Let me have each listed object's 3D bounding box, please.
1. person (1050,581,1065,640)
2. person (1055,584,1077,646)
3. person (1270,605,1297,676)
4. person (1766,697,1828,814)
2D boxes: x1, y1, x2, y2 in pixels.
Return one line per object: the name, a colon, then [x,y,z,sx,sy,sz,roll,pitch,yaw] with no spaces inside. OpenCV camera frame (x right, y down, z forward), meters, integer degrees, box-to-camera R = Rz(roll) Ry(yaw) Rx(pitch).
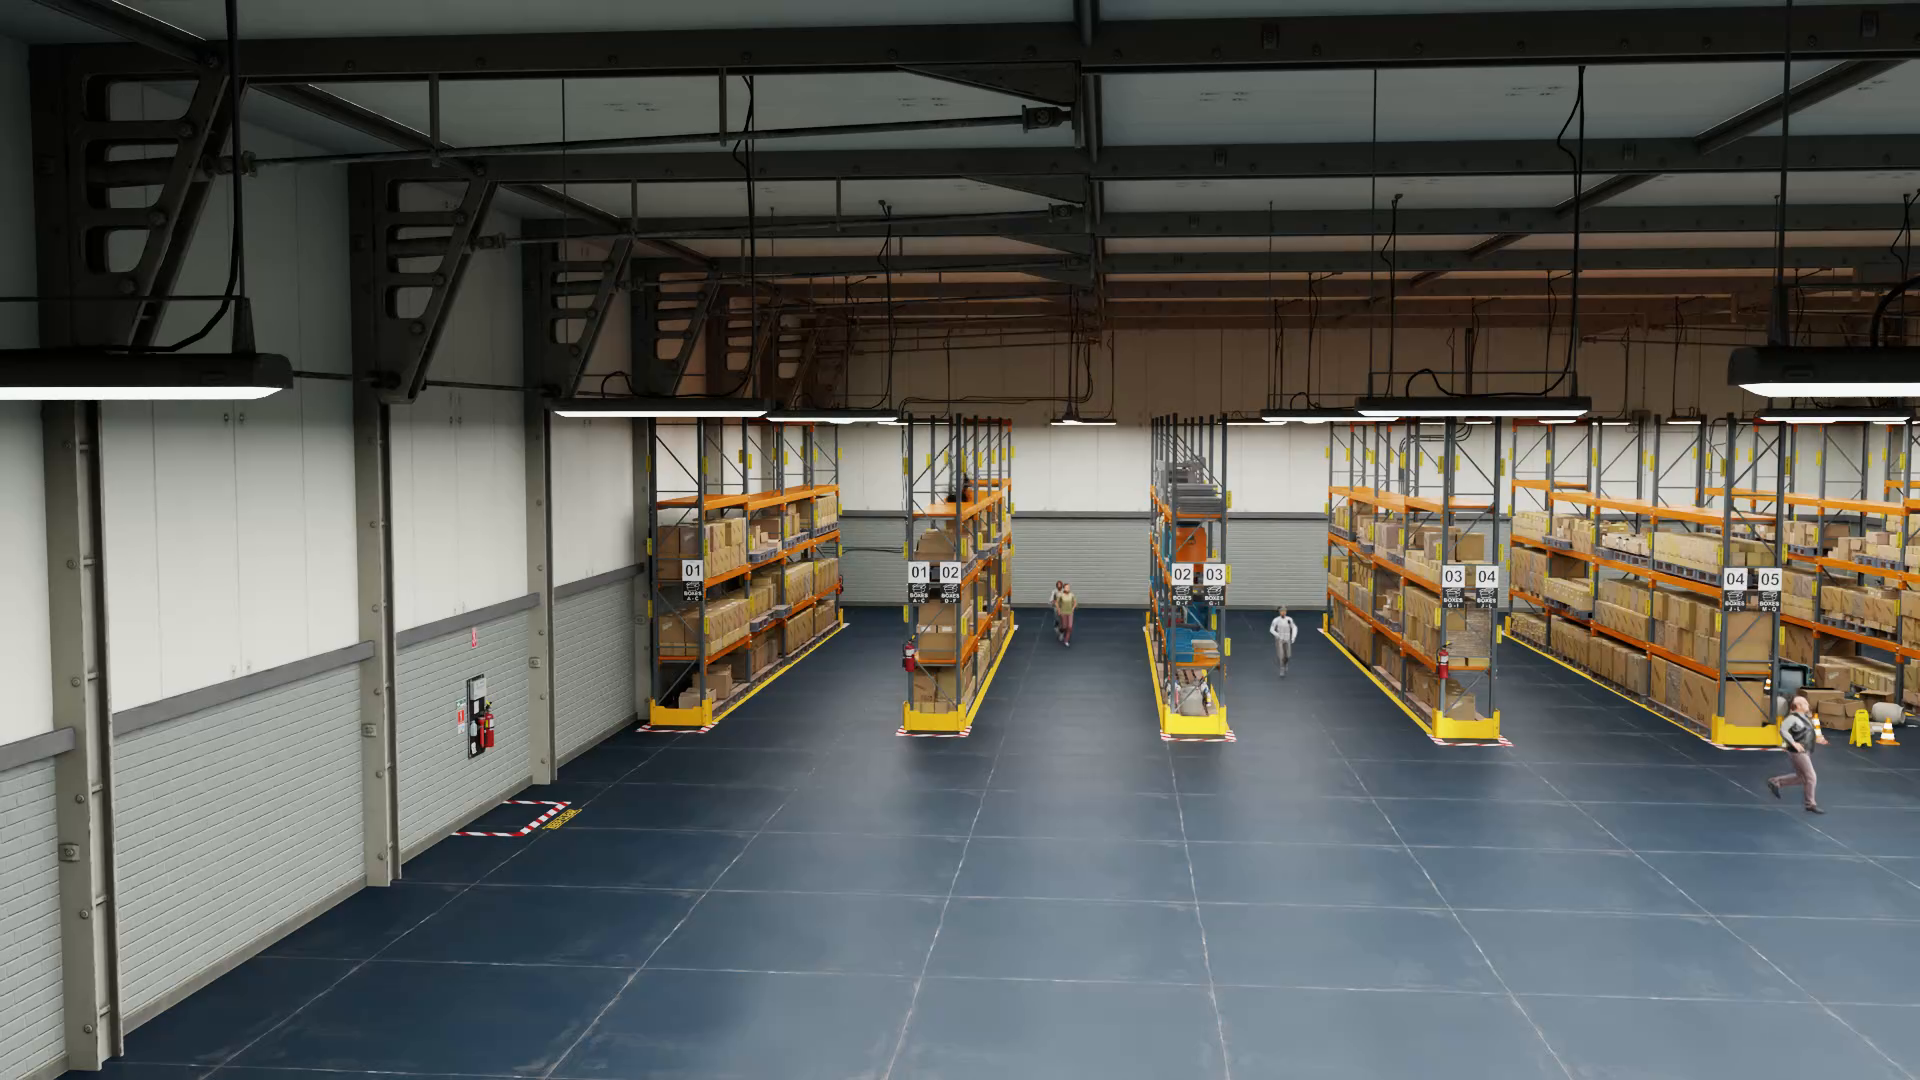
person: [2.702,1.890,45.348,0.534,1.590,0.817,0,4,-4]
person: [2.818,1.962,43.975,0.582,1.629,0.561,-1,4,-9]
person: [7.461,2.321,38.297,0.645,1.638,0.562,0,4,-1]
person: [12.550,3.202,24.921,0.880,1.721,0.662,3,5,42]
